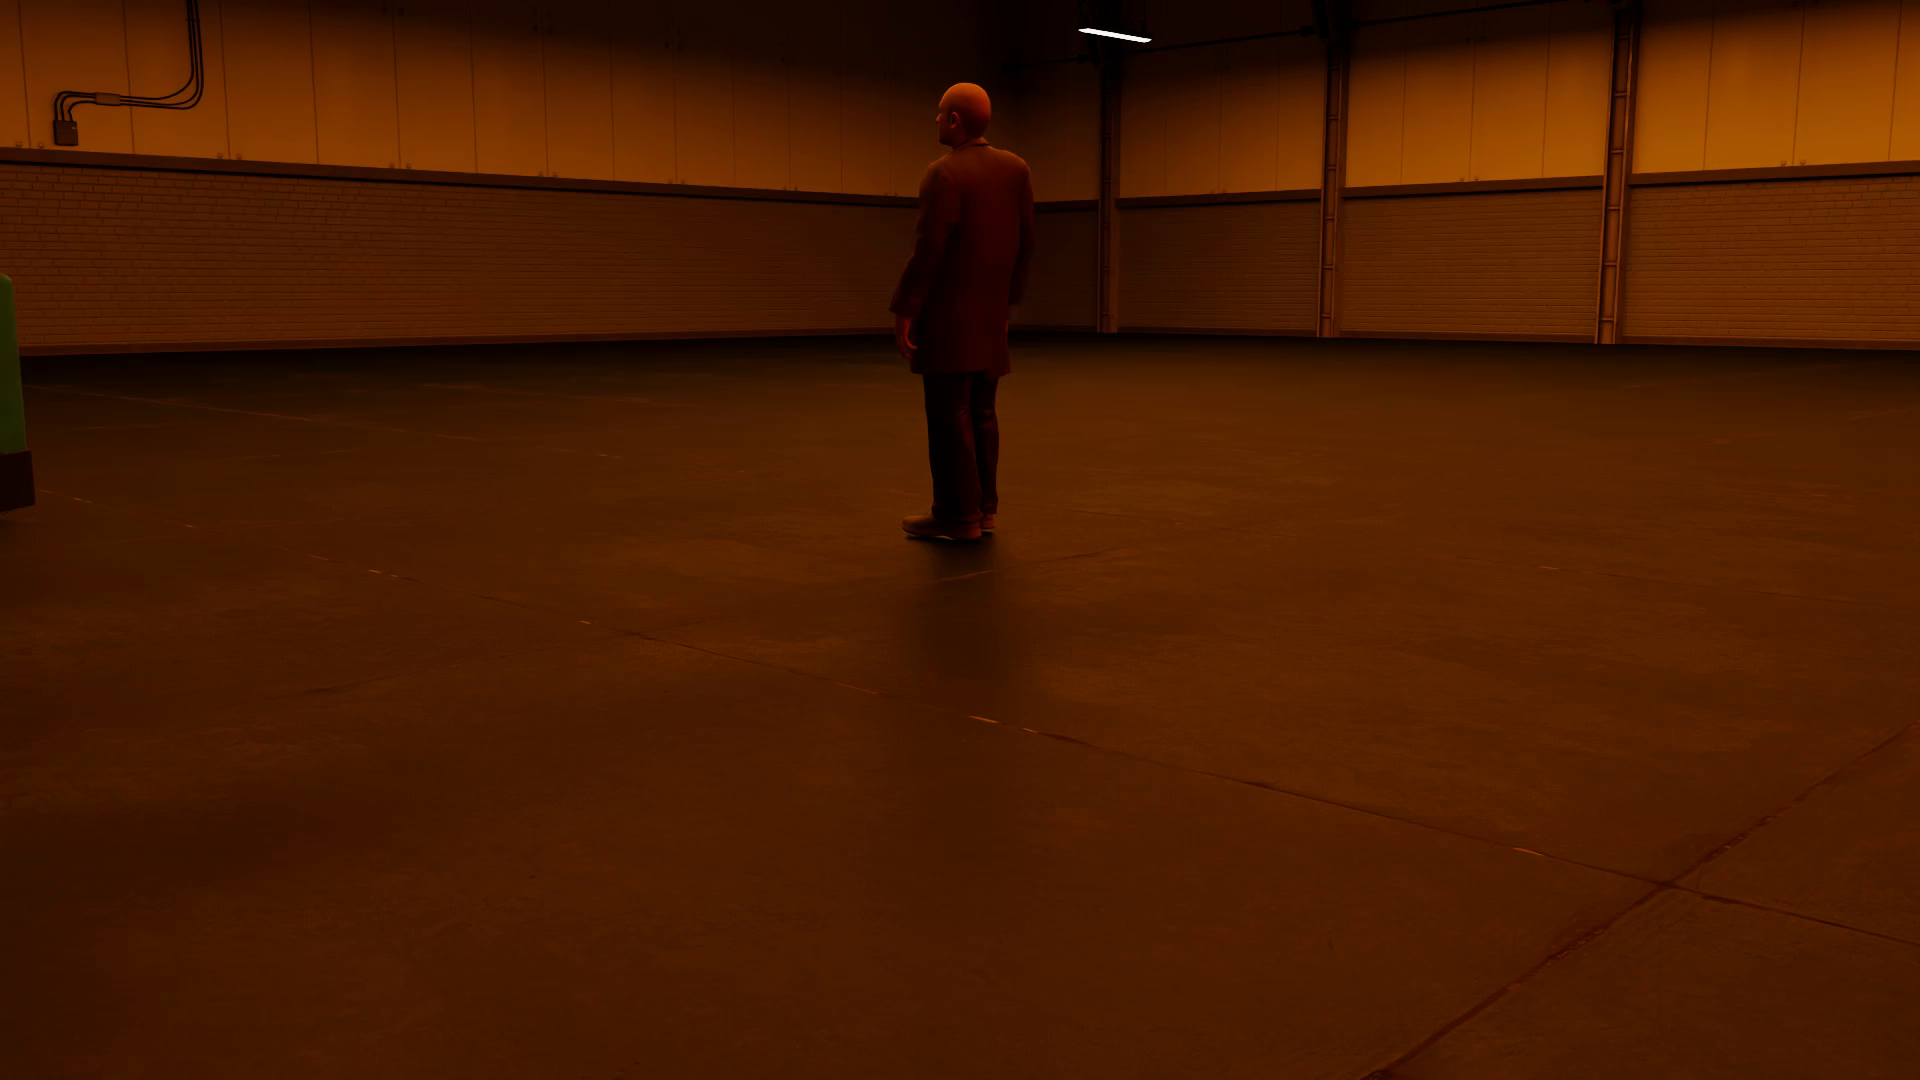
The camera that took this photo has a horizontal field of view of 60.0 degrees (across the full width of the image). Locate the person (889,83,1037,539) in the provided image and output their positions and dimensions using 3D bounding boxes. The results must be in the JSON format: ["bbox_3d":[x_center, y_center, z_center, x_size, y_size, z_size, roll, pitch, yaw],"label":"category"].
[{"bbox_3d":[-0.062,-0.800,6.664,0.582,1.582,0.696,8,12,43],"label":"person"}]

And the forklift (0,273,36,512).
[{"bbox_3d":[-5.563,-1.473,6.658,3.031,2.935,1.130,0,9,2],"label":"forklift"}]
